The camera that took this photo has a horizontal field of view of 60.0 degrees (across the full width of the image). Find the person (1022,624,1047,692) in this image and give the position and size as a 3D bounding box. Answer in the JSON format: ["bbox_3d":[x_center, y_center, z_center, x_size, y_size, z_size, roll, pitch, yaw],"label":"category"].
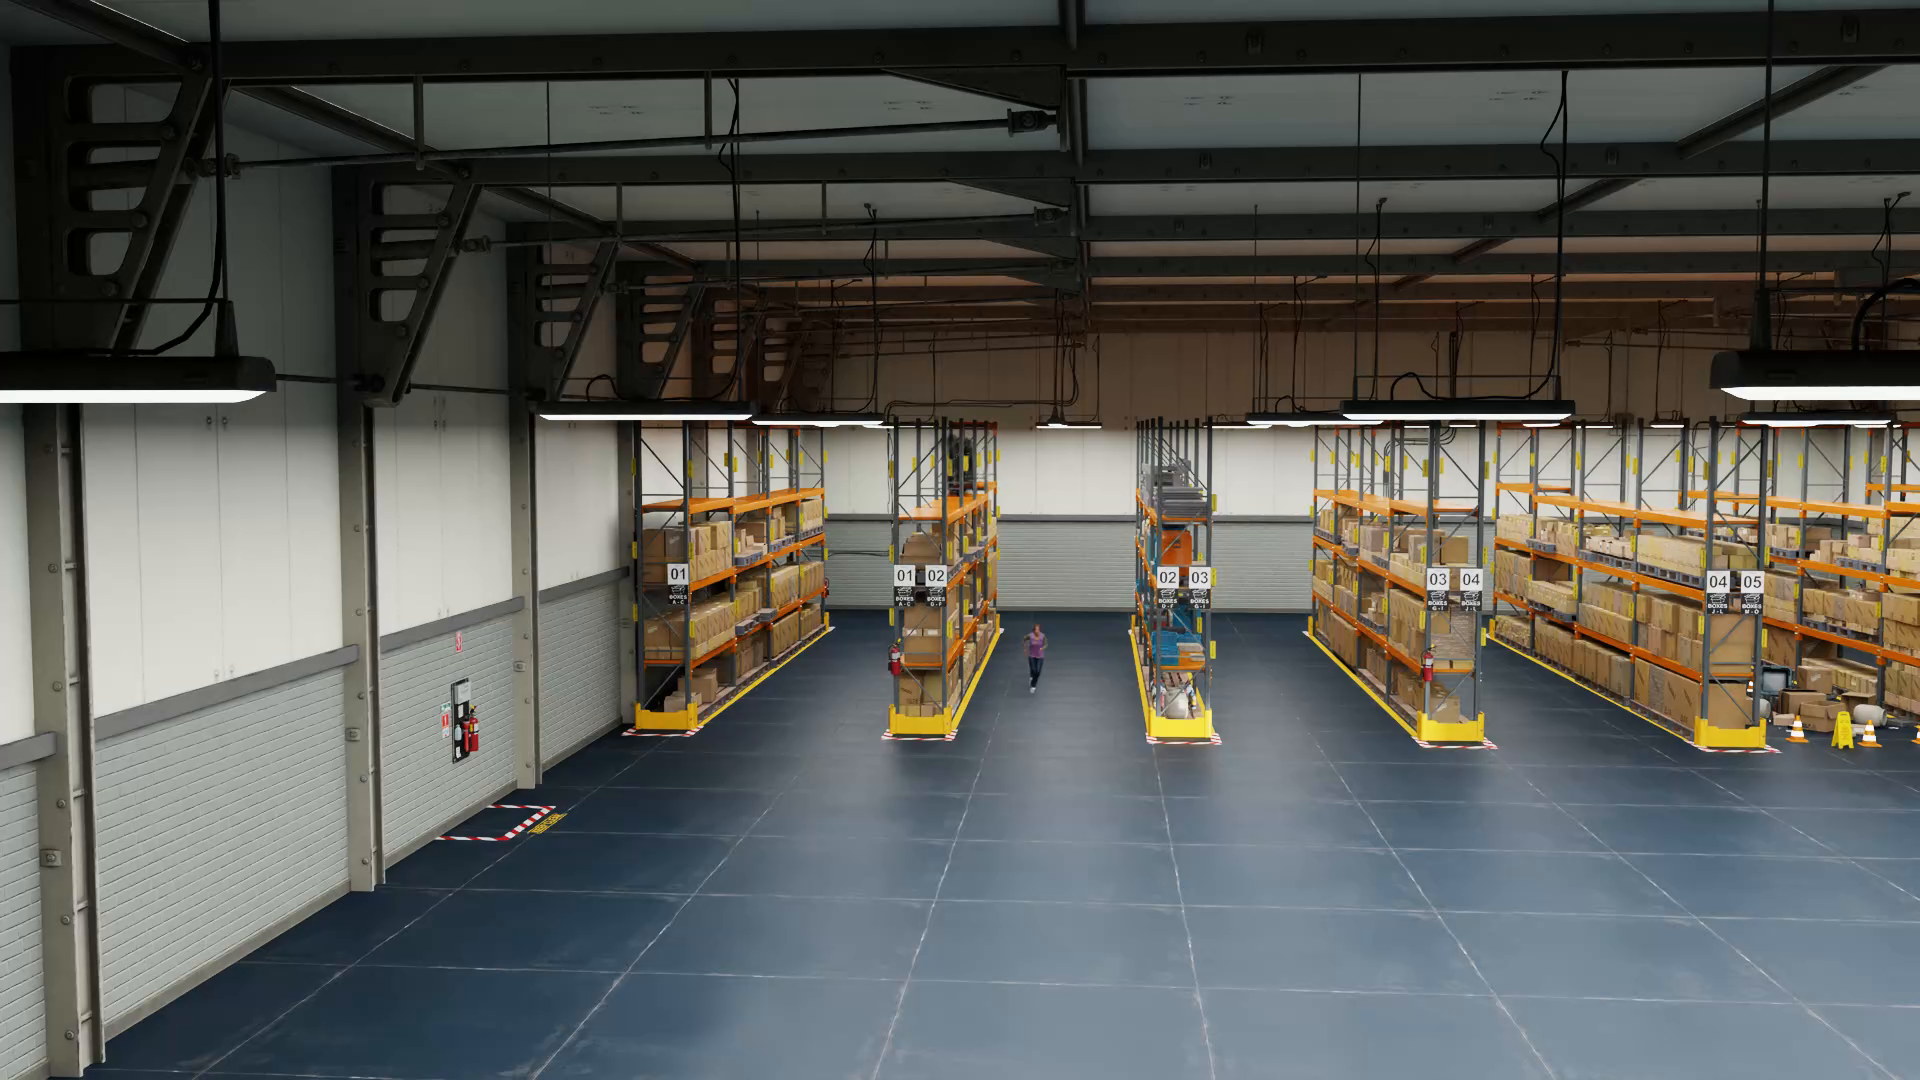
[{"bbox_3d":[1.648,2.593,36.399,0.525,1.526,0.667,0,4,-7],"label":"person"}]

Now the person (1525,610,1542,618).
[{"bbox_3d":[16.636,1.695,48.215,0.790,1.758,0.658,-2,4,-27],"label":"person"}]

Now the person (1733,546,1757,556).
[{"bbox_3d":[18.043,1.490,37.213,8.795,3.595,12.930,0,4,-5],"label":"person"}]

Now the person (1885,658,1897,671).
[{"bbox_3d":[21.411,2.423,38.135,0.627,1.698,0.761,0,4,-2],"label":"person"}]
